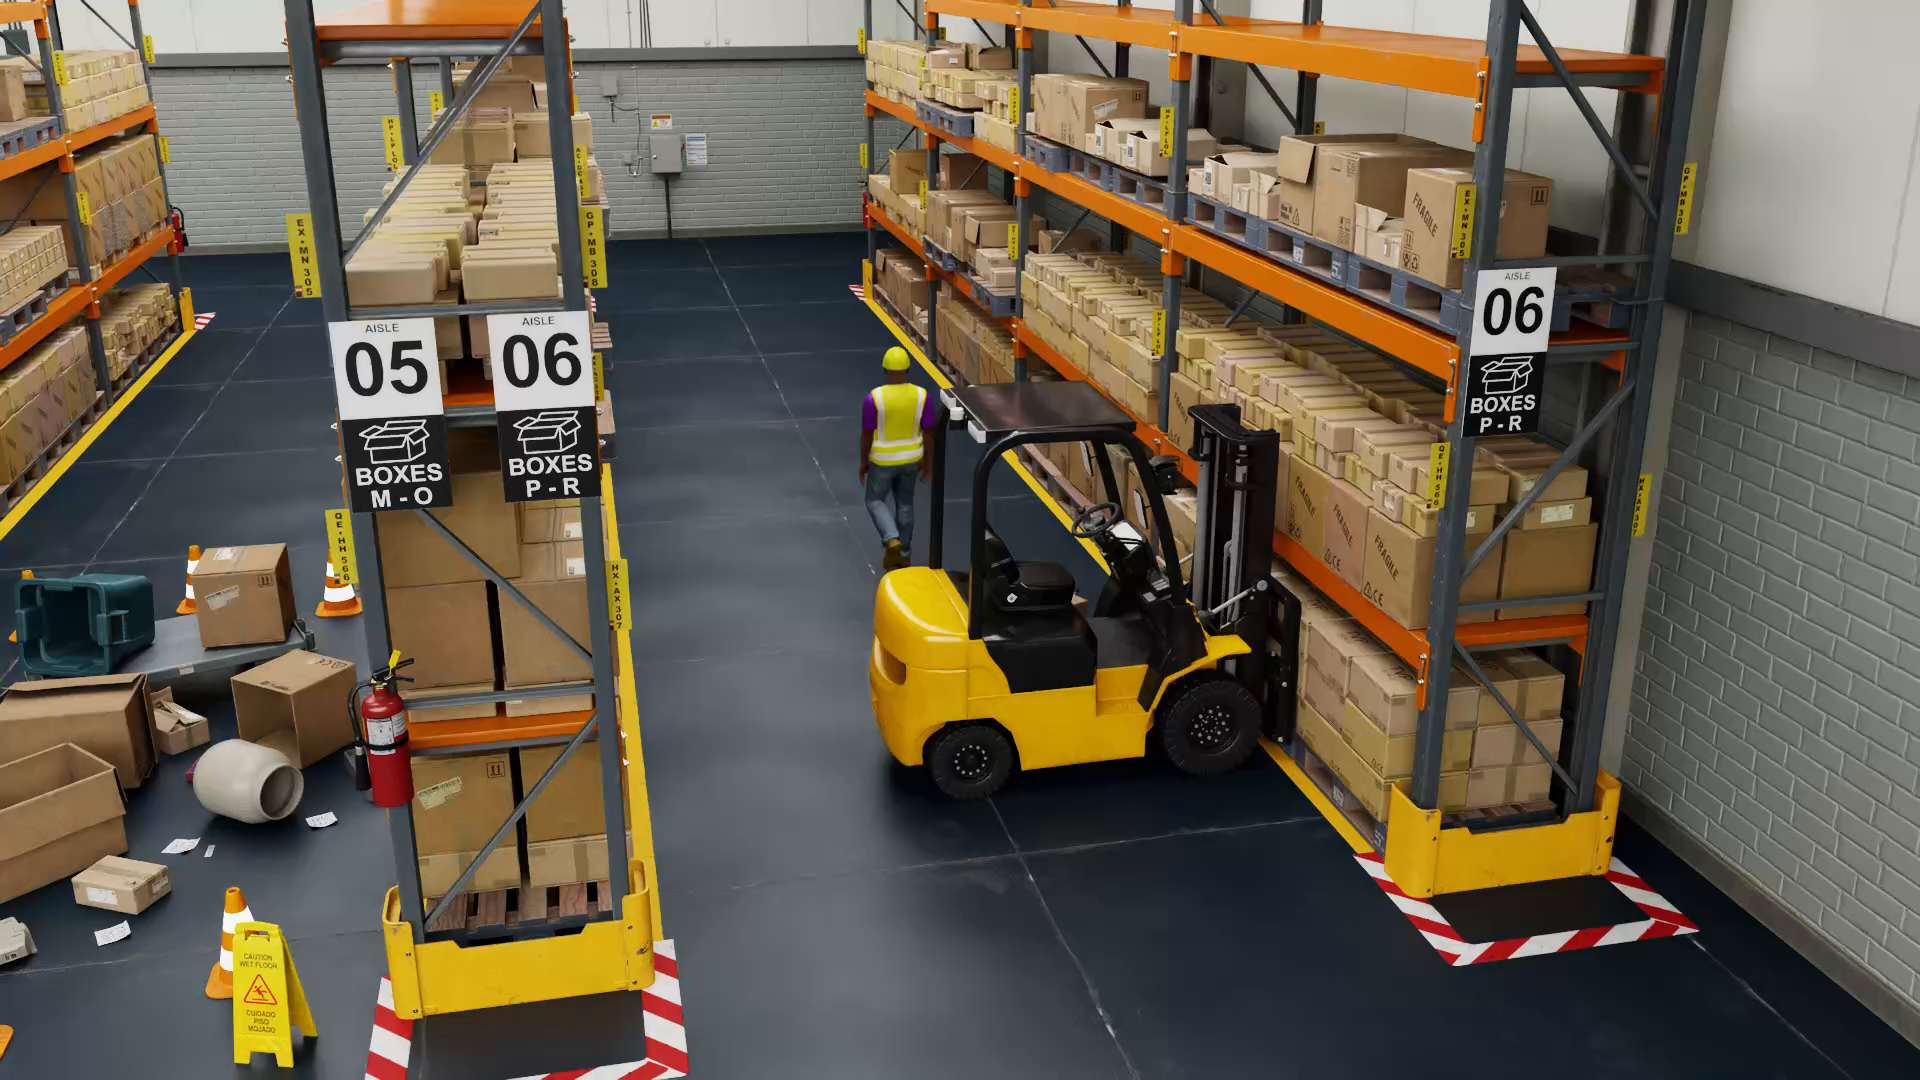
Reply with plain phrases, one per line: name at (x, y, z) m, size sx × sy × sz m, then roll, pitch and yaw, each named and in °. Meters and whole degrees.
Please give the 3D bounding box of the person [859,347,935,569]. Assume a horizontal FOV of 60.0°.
person at (-0.488, -0.611, 12.698) m, size 0.578 × 1.752 × 0.611 m, roll -6°, pitch 20°, yaw -17°
